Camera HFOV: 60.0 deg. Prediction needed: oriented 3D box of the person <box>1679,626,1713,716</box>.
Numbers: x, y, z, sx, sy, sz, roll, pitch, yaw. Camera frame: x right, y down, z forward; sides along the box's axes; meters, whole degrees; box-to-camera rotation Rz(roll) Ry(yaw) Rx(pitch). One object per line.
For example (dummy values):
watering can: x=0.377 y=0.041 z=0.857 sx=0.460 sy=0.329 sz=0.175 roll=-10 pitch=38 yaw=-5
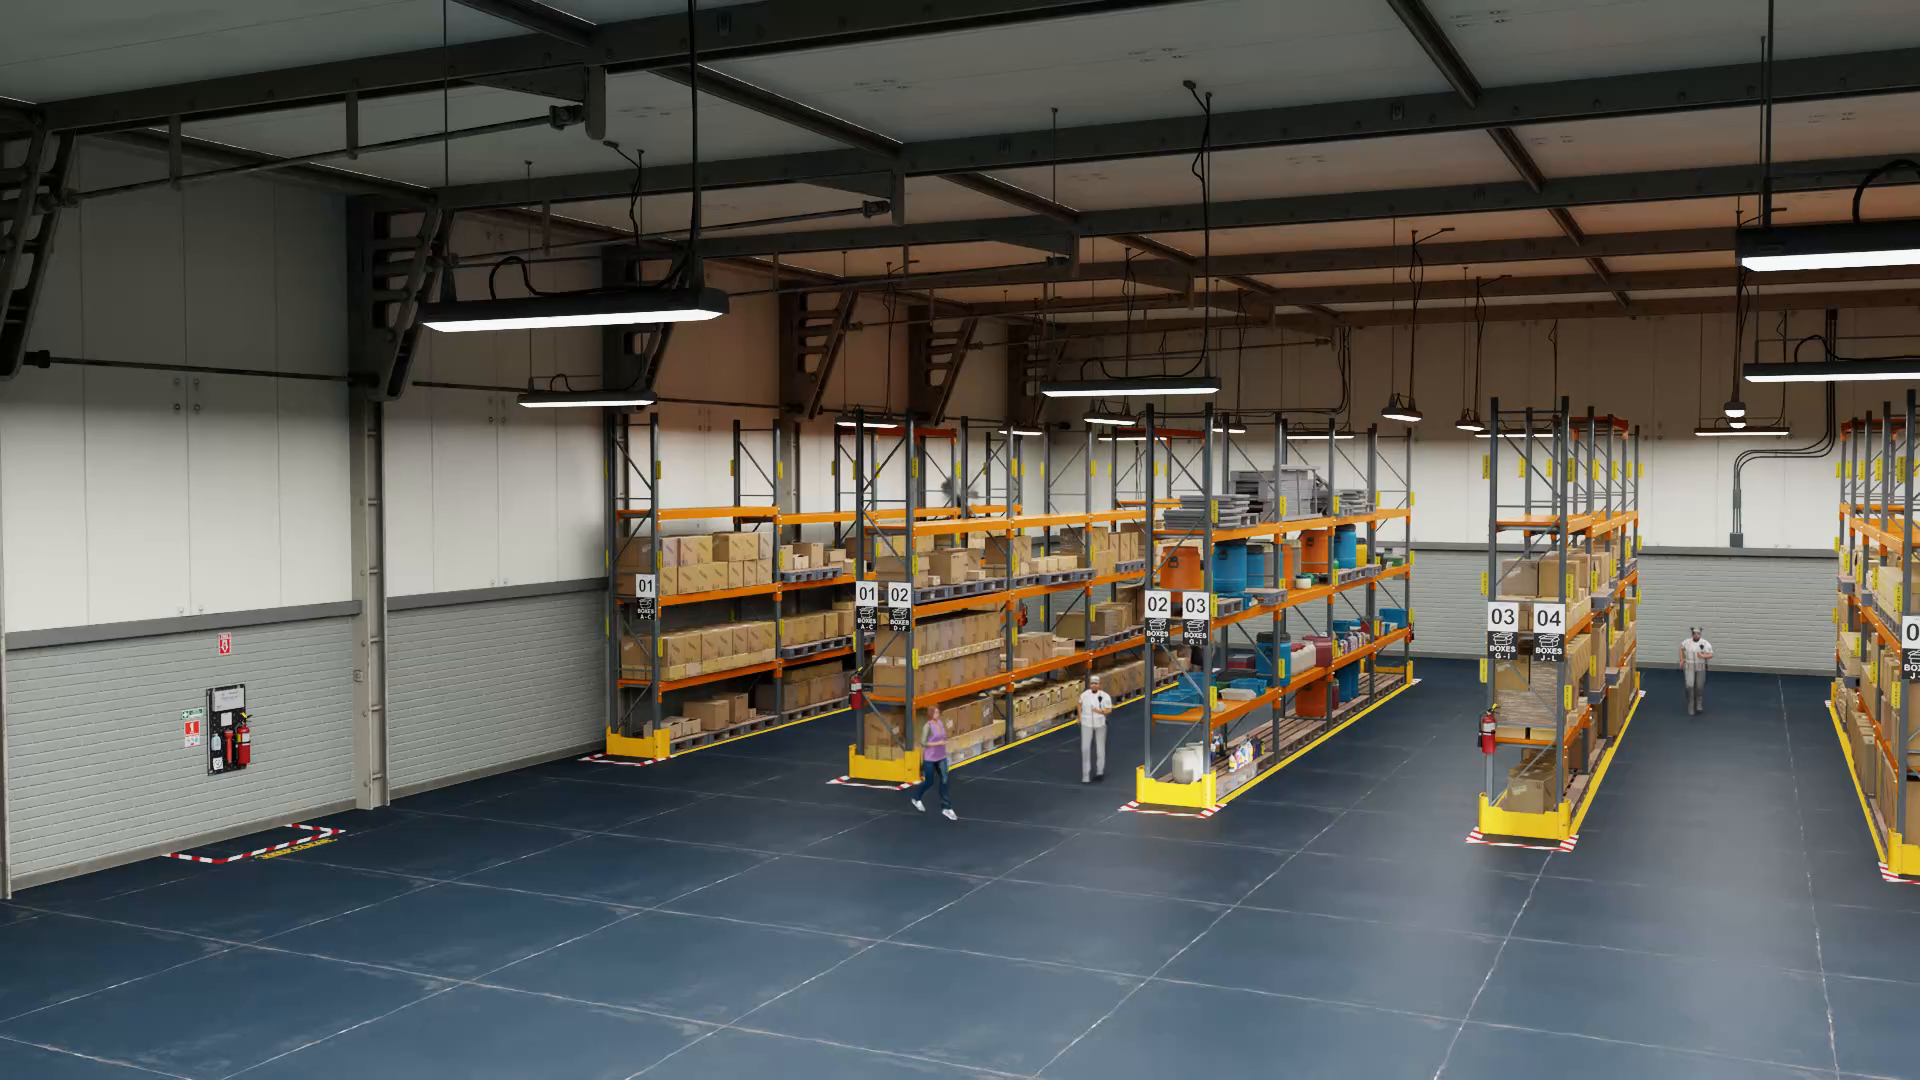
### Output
person: x=15.122 y=2.681 z=34.178 sx=0.635 sy=1.824 sz=0.874 roll=1 pitch=3 yaw=23

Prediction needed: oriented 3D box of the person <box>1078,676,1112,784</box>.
person: x=2.168 y=3.046 z=26.829 sx=0.577 sy=1.728 sz=0.756 roll=0 pitch=2 yaw=9

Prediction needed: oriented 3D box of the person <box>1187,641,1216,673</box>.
person: x=5.089 y=2.669 z=35.109 sx=0.631 sy=1.721 sz=0.694 roll=1 pitch=2 yaw=13

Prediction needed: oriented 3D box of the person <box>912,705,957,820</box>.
person: x=-0.379 y=3.217 z=23.890 sx=0.531 sy=1.511 sz=0.838 roll=-2 pitch=3 yaw=-43

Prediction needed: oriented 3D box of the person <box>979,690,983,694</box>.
person: x=0.364 y=2.605 z=35.926 sx=0.690 sy=1.842 sz=0.822 roll=1 pitch=3 yaw=17
